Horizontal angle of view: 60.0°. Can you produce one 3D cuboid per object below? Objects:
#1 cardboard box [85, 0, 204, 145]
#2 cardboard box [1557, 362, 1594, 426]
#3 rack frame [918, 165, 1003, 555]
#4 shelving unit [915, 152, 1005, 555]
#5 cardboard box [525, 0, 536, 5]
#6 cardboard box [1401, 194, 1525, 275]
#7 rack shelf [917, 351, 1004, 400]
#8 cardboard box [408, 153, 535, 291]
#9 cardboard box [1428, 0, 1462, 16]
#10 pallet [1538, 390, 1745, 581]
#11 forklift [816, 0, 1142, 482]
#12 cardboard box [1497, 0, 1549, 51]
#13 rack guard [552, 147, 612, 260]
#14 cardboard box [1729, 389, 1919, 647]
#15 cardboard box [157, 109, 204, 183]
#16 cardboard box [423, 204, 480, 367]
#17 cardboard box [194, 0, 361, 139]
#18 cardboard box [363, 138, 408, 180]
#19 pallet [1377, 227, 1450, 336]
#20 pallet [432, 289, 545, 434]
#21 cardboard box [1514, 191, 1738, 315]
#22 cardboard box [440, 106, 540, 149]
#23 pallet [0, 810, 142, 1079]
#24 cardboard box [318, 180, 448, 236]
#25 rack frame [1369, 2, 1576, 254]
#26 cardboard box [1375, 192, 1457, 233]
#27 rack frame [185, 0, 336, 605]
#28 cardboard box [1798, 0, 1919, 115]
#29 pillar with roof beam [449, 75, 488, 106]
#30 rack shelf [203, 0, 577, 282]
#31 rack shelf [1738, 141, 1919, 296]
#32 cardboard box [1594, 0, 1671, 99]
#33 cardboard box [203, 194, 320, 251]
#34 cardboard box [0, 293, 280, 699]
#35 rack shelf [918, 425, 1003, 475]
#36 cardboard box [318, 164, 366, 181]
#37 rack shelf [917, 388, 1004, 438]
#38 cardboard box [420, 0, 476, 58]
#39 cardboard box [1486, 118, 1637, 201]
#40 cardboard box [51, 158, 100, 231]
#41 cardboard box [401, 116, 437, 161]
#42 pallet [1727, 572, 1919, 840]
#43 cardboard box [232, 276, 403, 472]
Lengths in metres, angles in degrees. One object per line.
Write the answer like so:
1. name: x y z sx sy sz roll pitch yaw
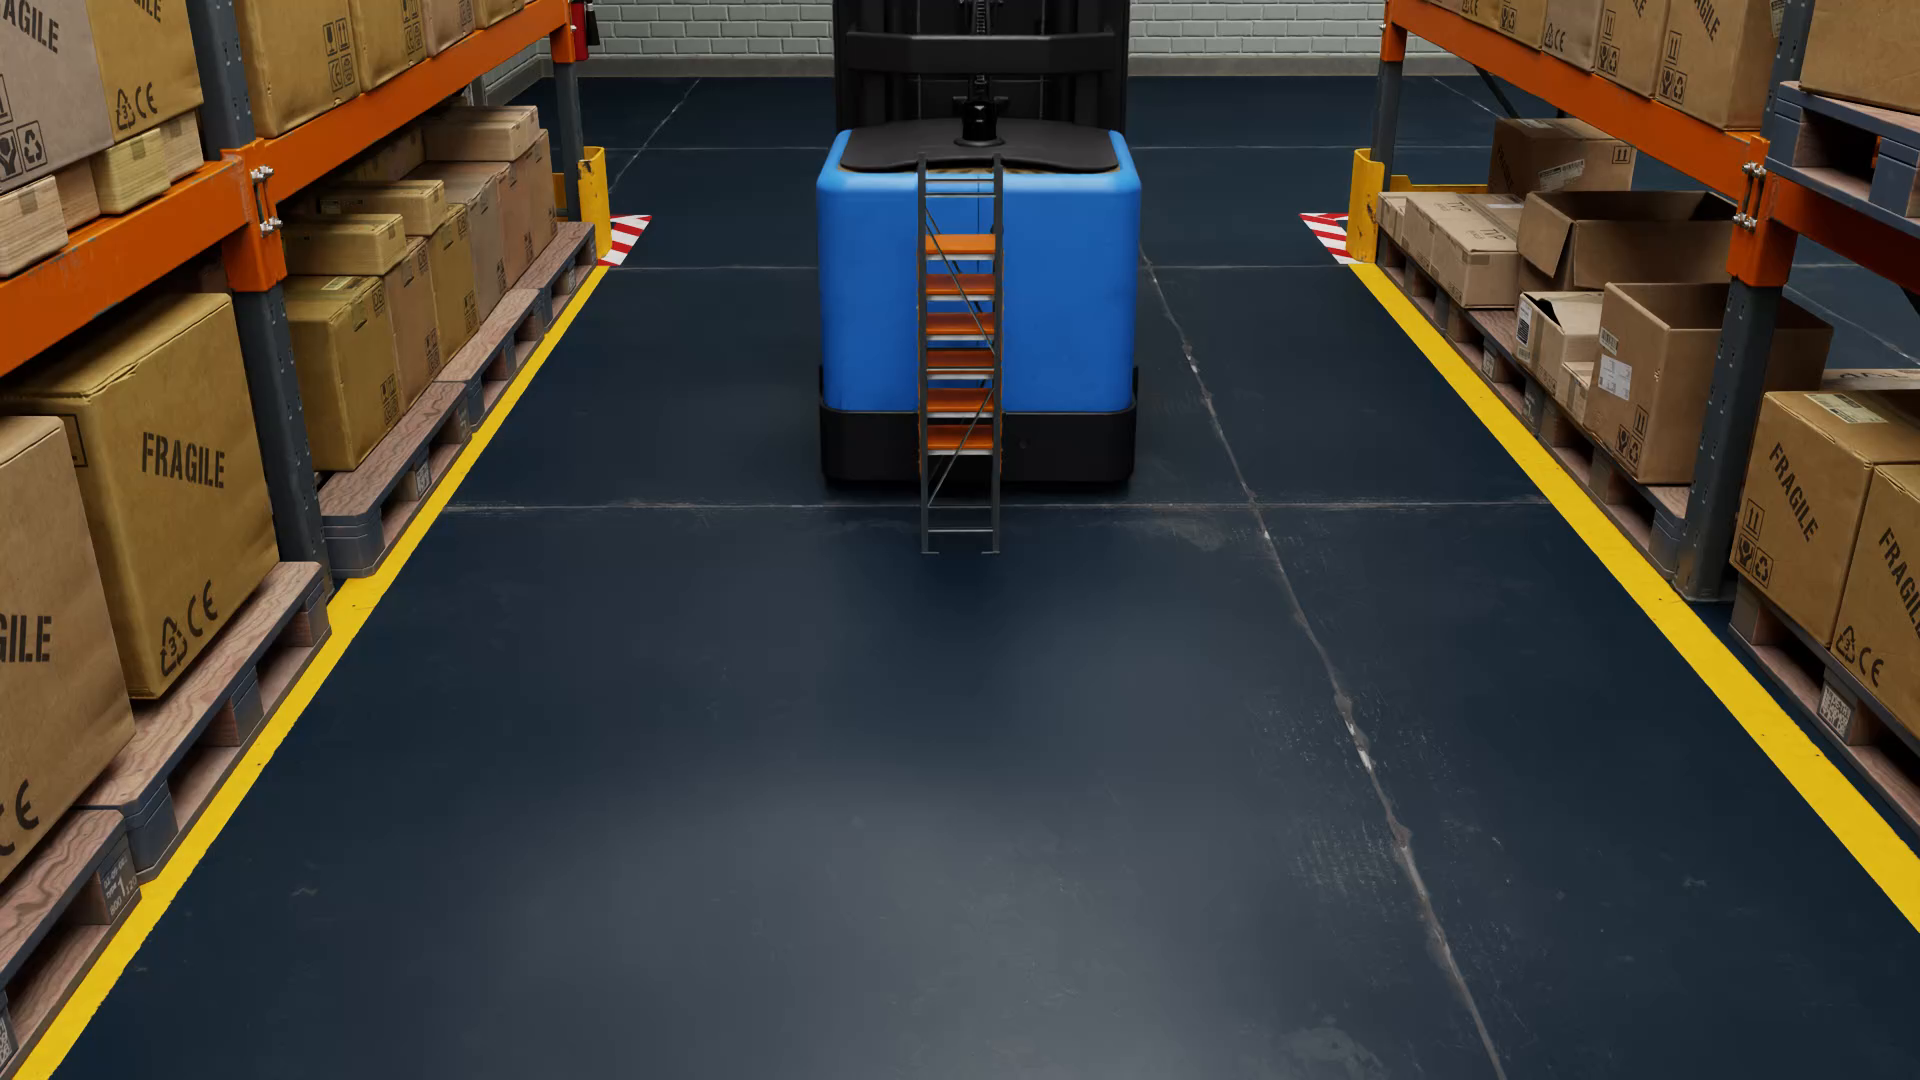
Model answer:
1. cardboard box: -2.083 -1.183 3.719 0.500 0.500 0.500 -1 24 -1
2. cardboard box: 2.259 -0.495 5.630 0.380 0.149 0.250 0 24 -1
3. rack frame: 0.001 -0.503 4.906 0.240 1.200 0.006 0 24 -1
4. shelving unit: 0.000 -0.541 4.990 0.258 1.200 0.189 0 24 -1
5. cardboard box: -2.369 -2.757 7.341 0.980 0.700 0.700 1 24 2
6. cardboard box: 2.297 -1.370 7.442 0.500 0.250 0.500 0 24 -1
7. rack shelf: 0.000 -0.500 5.008 0.258 0.103 0.180 0 24 -1
8. cardboard box: -2.271 -1.388 7.204 0.700 0.500 0.500 0 24 -1
9. cardboard box: 2.321 -2.503 7.023 0.500 0.500 0.500 0 24 -1
10. pallet: 2.606 -0.218 5.476 1.003 0.211 1.213 0 24 -1
11. forklift: 0.082 -2.089 6.312 1.130 2.935 3.031 0 24 1
12. cardboard box: 2.328 -2.090 6.110 0.500 0.500 0.500 0 24 0
13. rack guard: -2.384 -1.701 8.405 1.175 0.500 0.348 0 24 -1
14. cardboard box: 2.374 -0.067 4.257 0.500 0.500 0.500 -1 24 -3
15. cardboard box: -2.054 -0.939 3.966 0.380 0.149 0.250 0 24 0
16. cardboard box: -2.252 -0.961 6.260 0.700 0.500 0.500 0 24 1
17. cardboard box: -2.330 -1.542 4.656 0.980 0.700 0.700 0 24 0
18. cardboard box: -2.466 -1.524 6.716 0.380 0.149 0.250 0 24 0
19. pallet: 2.580 -1.223 7.699 1.003 0.211 1.213 0 24 -1
20. pallet: -2.287 -0.729 6.606 1.003 0.211 1.213 0 24 -1
21. cardboard box: 2.587 -1.043 6.411 0.797 0.503 0.637 0 24 -1
22. cardboard box: -2.093 -1.838 7.411 0.380 0.149 0.250 -1 24 -1
23. pallet: -2.241 0.910 2.981 1.003 0.211 1.213 0 24 -1
24. cardboard box: -2.073 -1.196 5.990 0.380 0.149 0.250 -1 24 -2
25. rack frame: 2.569 -2.854 7.920 1.000 3.000 0.127 0 24 -1
26. cardboard box: 2.230 -1.581 8.032 0.380 0.149 0.250 0 24 -1
27. rack frame: -2.341 -1.182 4.223 1.000 3.000 0.127 0 24 -1
28. cardboard box: 2.394 -1.246 3.735 0.700 0.500 0.500 -9 26 -18
29. pillar with roof beam: 1.026 -6.692 9.125 9.100 9.000 0.400 0 24 -1
30. rack shelf: -2.362 -1.678 6.194 1.077 0.370 4.000 0 24 -1
31. rack shelf: 2.635 -0.054 2.602 1.077 0.370 4.000 0 24 -1
32. cardboard box: 2.344 -1.669 5.178 0.500 0.500 0.500 0 24 1
33. cardboard box: -2.454 -1.104 5.787 0.380 0.149 0.250 -1 24 -2
34. cardboard box: -2.203 -0.127 3.989 0.750 0.750 0.750 0 24 0
35. rack shelf: 0.000 -0.282 5.107 0.258 0.103 0.180 0 24 -1
36. cardboard box: -2.460 -1.314 6.252 0.380 0.149 0.250 -1 24 -2
37. rack shelf: 0.000 -0.391 5.057 0.258 0.103 0.180 0 24 -1
38. cardboard box: -2.350 -2.143 5.984 0.980 0.700 0.700 -1 24 -3
39. cardboard box: 2.821 -1.693 7.852 0.500 0.500 0.500 0 24 -1
40. cardboard box: -2.070 -0.728 3.500 0.380 0.149 0.250 0 24 1
41. cardboard box: -2.471 -1.732 7.176 0.380 0.149 0.250 0 24 0
42. pallet: 2.660 0.400 4.110 1.003 0.211 1.213 0 24 -1
43. cardboard box: -2.246 -0.543 5.334 0.700 0.500 0.500 0 24 0
